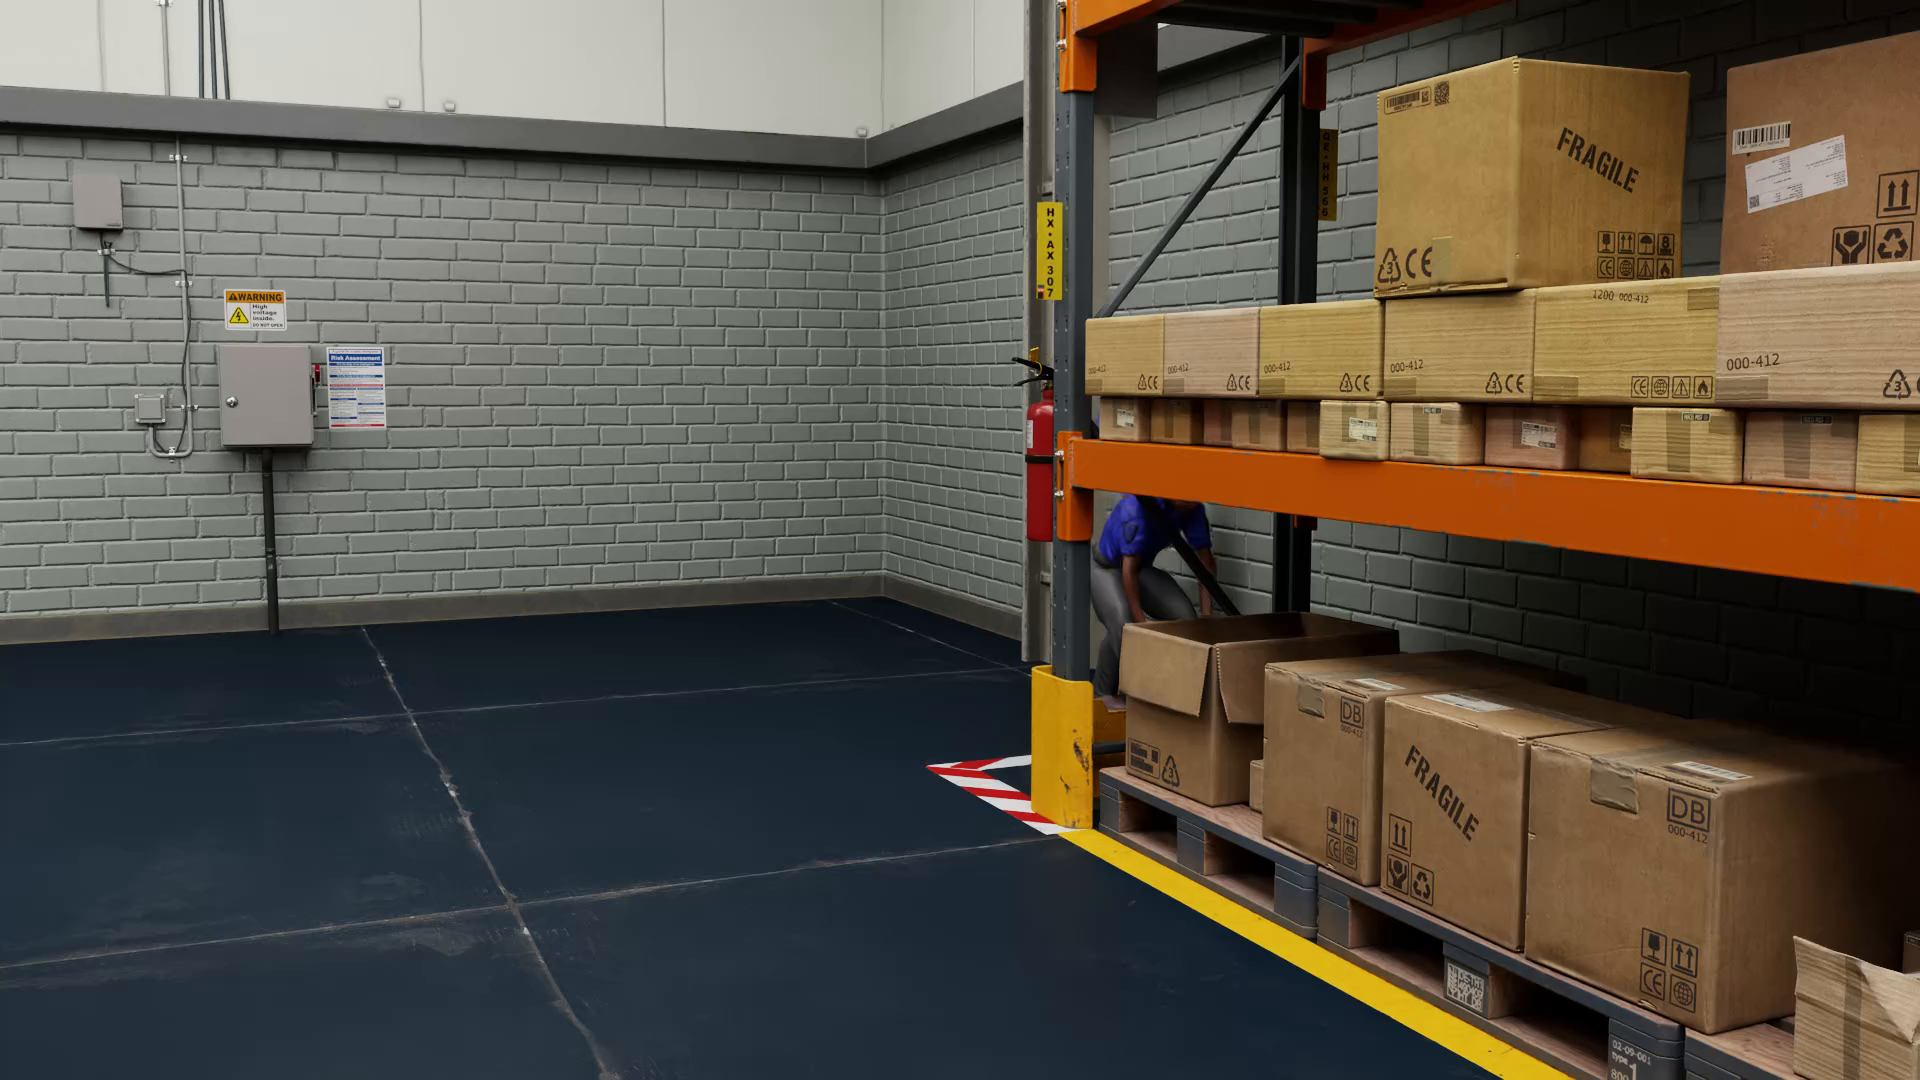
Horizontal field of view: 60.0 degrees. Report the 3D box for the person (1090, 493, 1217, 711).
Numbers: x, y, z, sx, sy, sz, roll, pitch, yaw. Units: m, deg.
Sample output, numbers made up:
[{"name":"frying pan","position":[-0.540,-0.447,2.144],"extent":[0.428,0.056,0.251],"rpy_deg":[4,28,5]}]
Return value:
[{"name":"person","position":[0.863,0.202,7.520],"extent":[0.501,1.168,0.726],"rpy_deg":[-2,6,-24]}]
